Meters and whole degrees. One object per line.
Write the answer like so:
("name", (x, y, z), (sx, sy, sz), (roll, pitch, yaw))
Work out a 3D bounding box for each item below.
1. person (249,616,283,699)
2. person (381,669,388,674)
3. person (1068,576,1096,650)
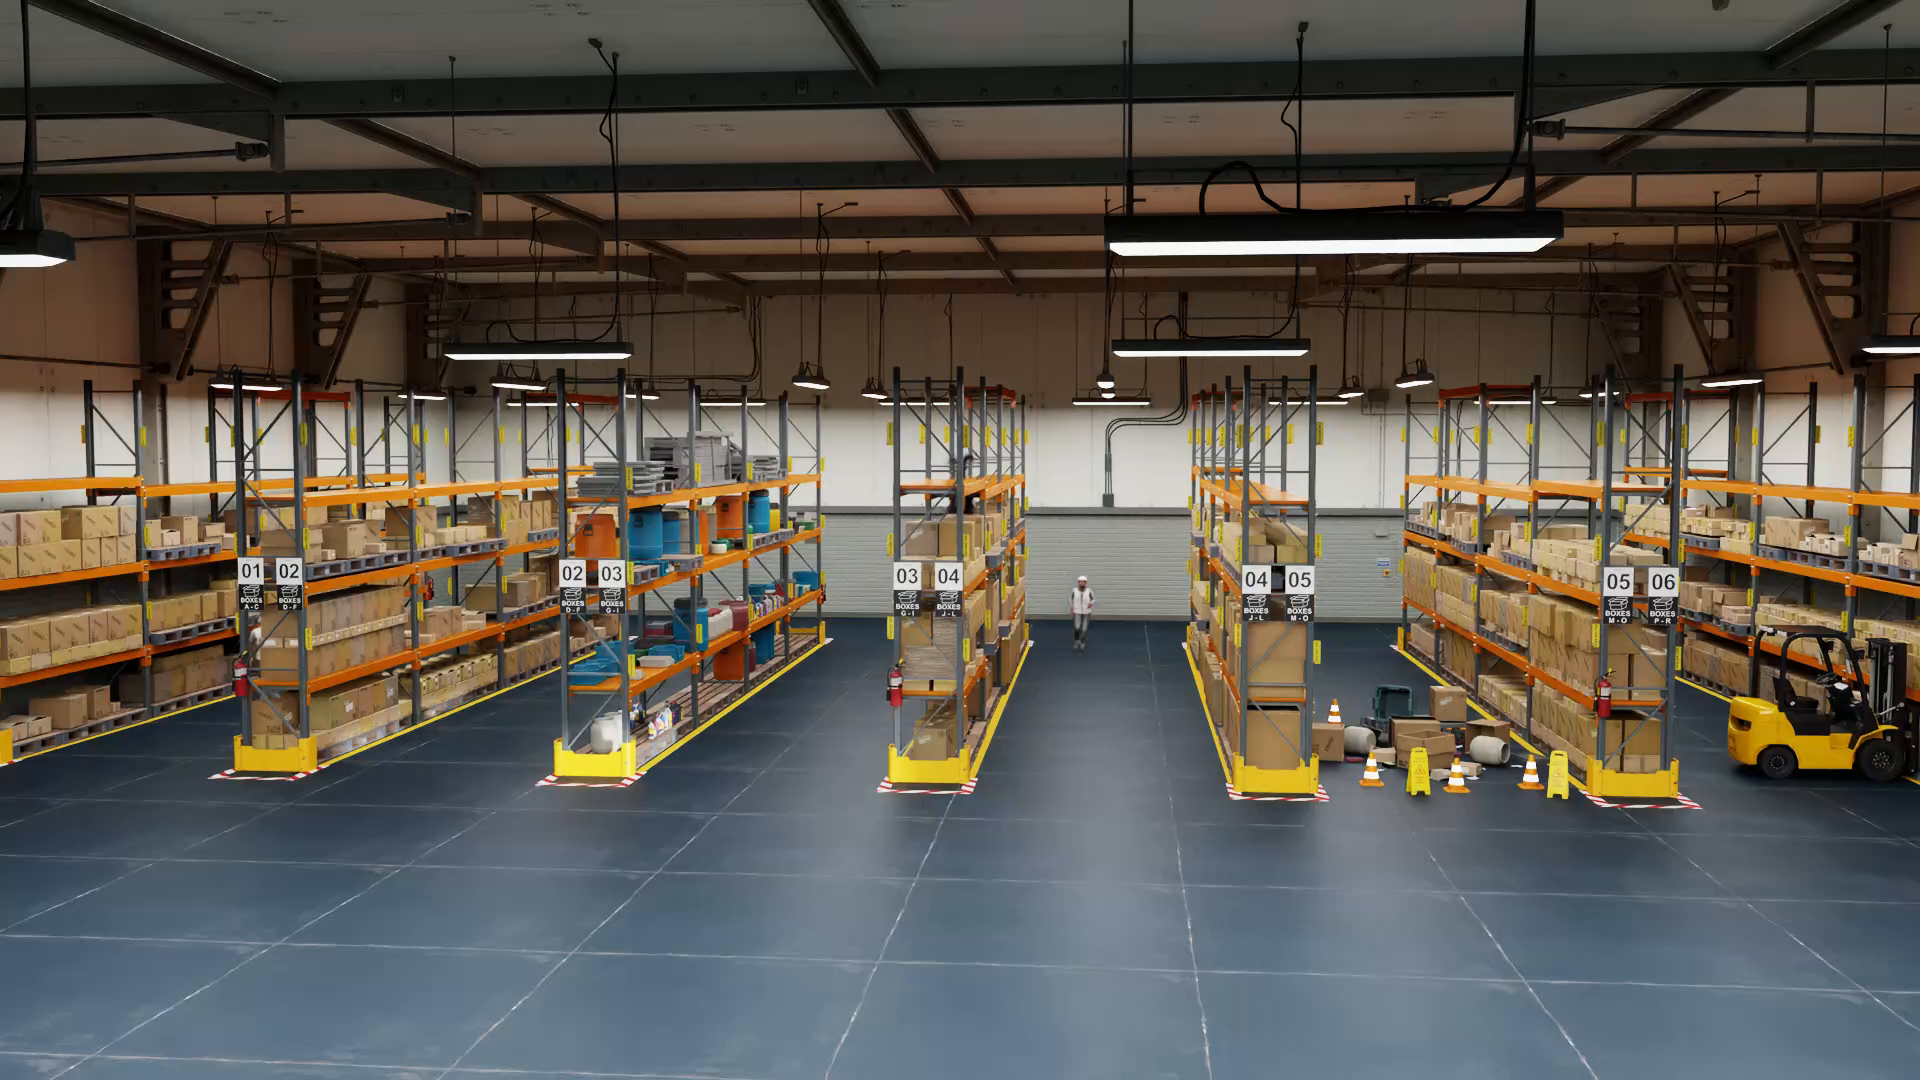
("person", (-12.935, 2.240, 31.138), (0.825, 1.734, 0.674), (3, 5, 43))
("person", (-11.534, 2.145, 32.903), (0.614, 1.583, 0.819), (0, 4, -5))
("person", (2.864, 1.703, 38.928), (0.658, 1.746, 0.669), (0, 4, 1))
